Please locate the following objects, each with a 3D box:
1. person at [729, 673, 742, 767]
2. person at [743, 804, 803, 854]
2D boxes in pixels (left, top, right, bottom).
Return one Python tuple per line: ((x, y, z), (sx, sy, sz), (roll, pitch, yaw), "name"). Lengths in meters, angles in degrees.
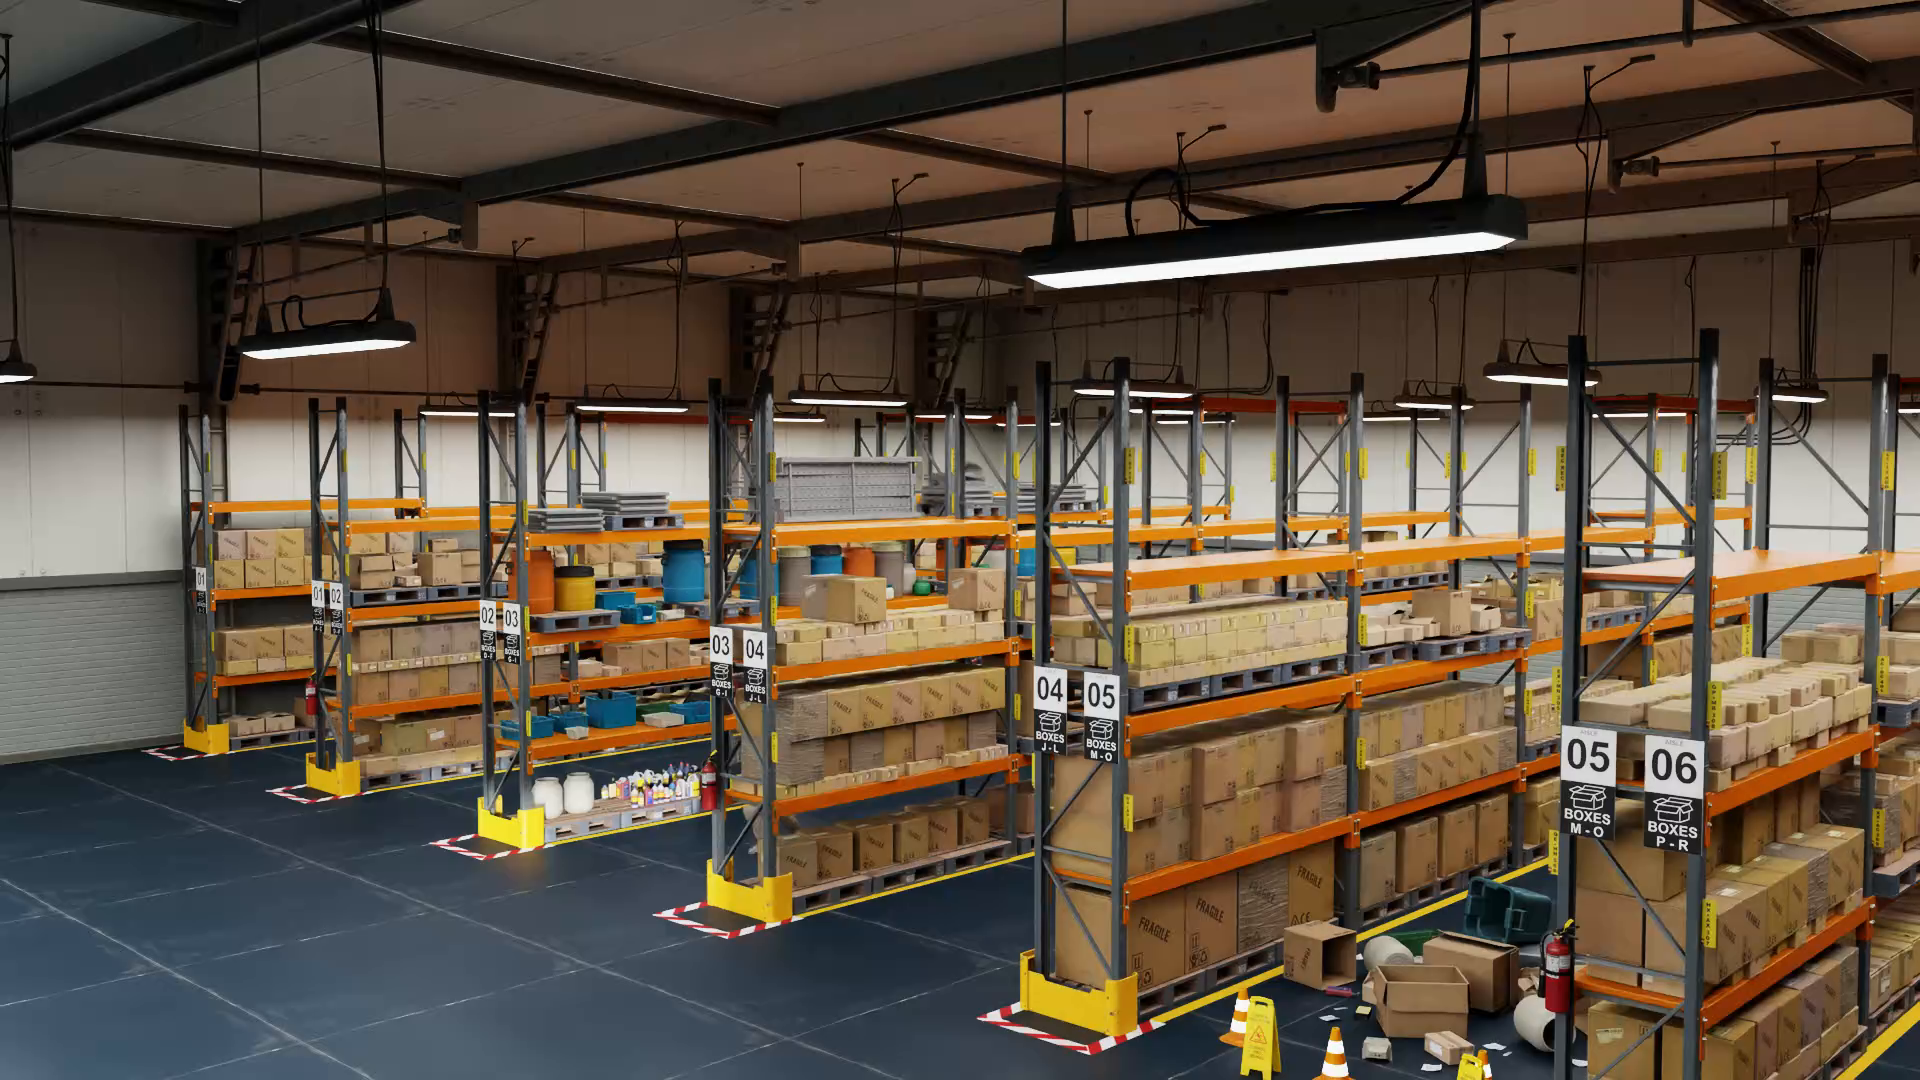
((-3.570, 2.875, 26.994), (0.726, 1.677, 0.830), (-1, 3, -11), "person")
((-2.441, 3.255, 21.412), (1.126, 1.542, 0.681), (-2, 4, -37), "person")
